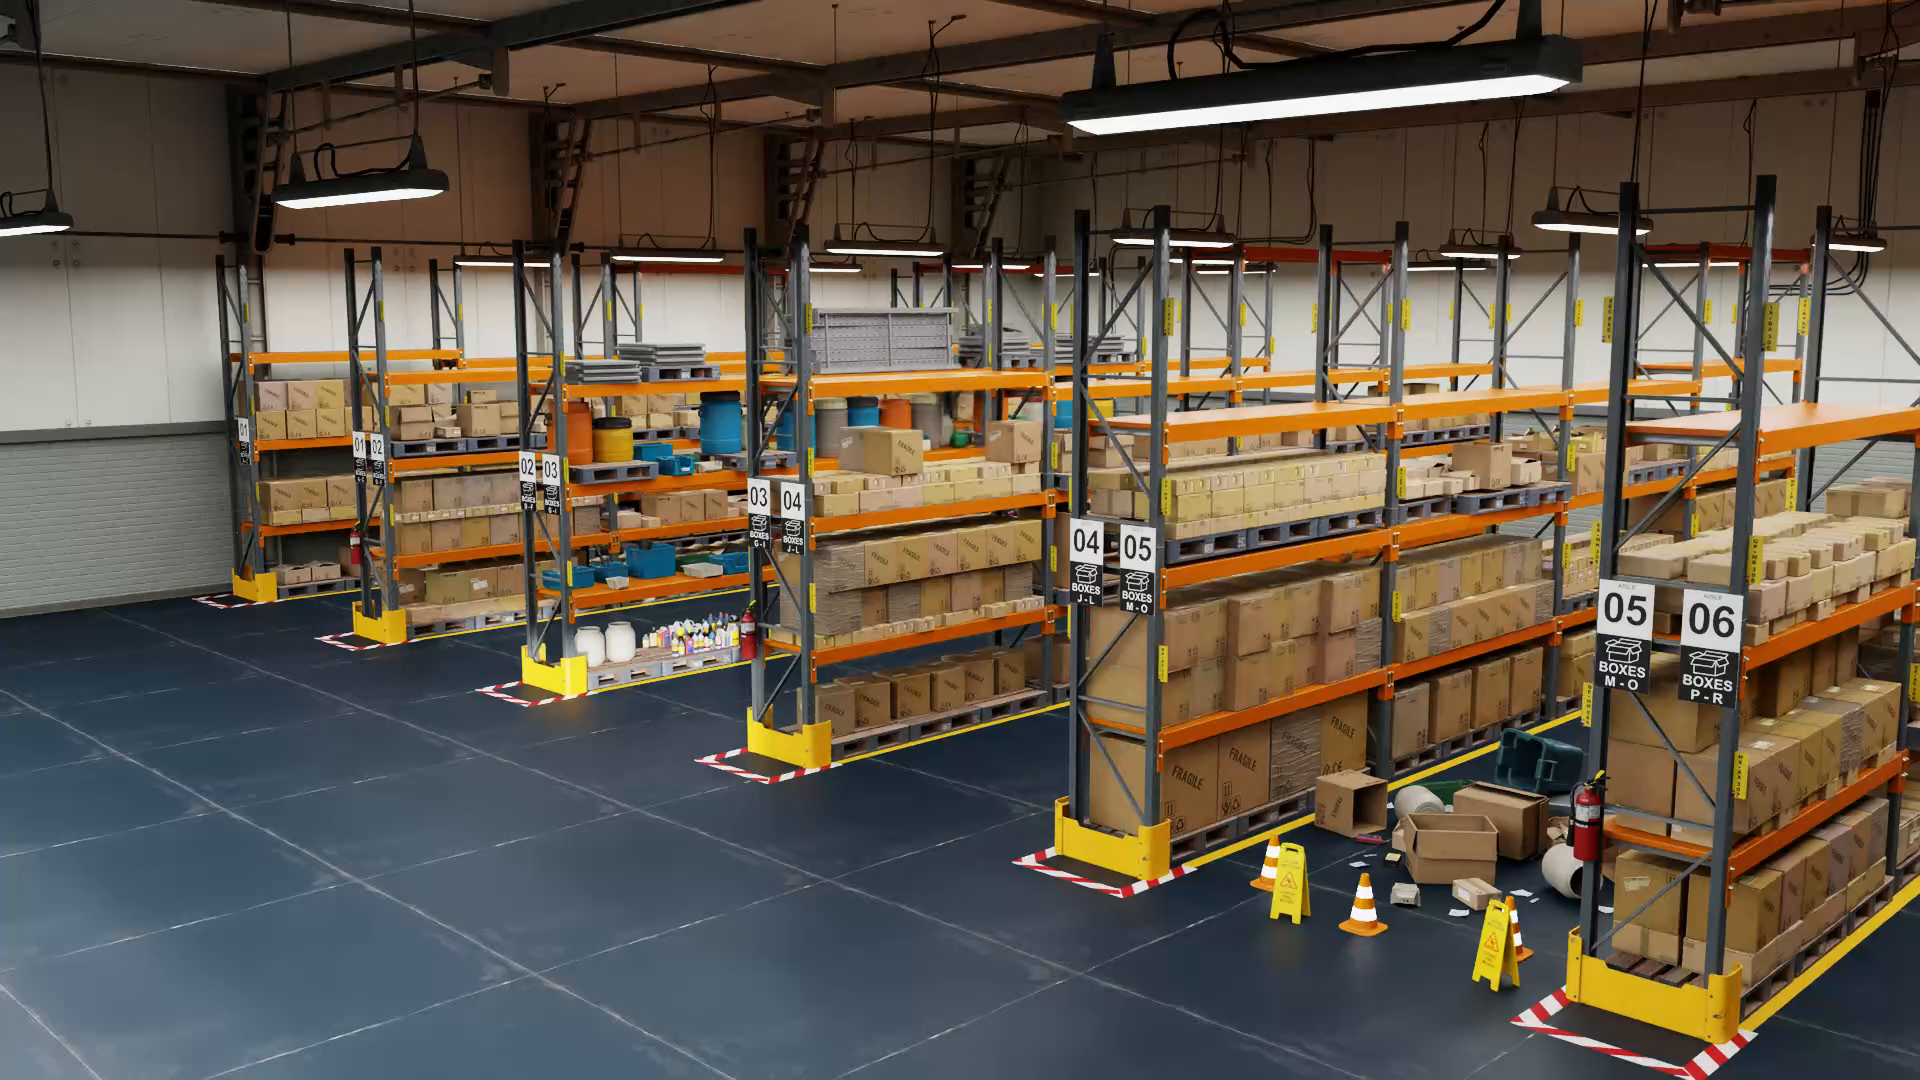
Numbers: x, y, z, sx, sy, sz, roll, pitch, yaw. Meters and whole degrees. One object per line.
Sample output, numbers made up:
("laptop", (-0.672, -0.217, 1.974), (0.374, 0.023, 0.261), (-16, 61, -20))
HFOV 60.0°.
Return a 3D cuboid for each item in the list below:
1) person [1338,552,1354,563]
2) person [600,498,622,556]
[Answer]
("person", (5.606, 0.925, 24.235), (0.765, 1.736, 0.582), (-6, 10, -38))
("person", (-6.804, -0.105, 32.066), (0.602, 1.486, 0.850), (3, 9, 21))
